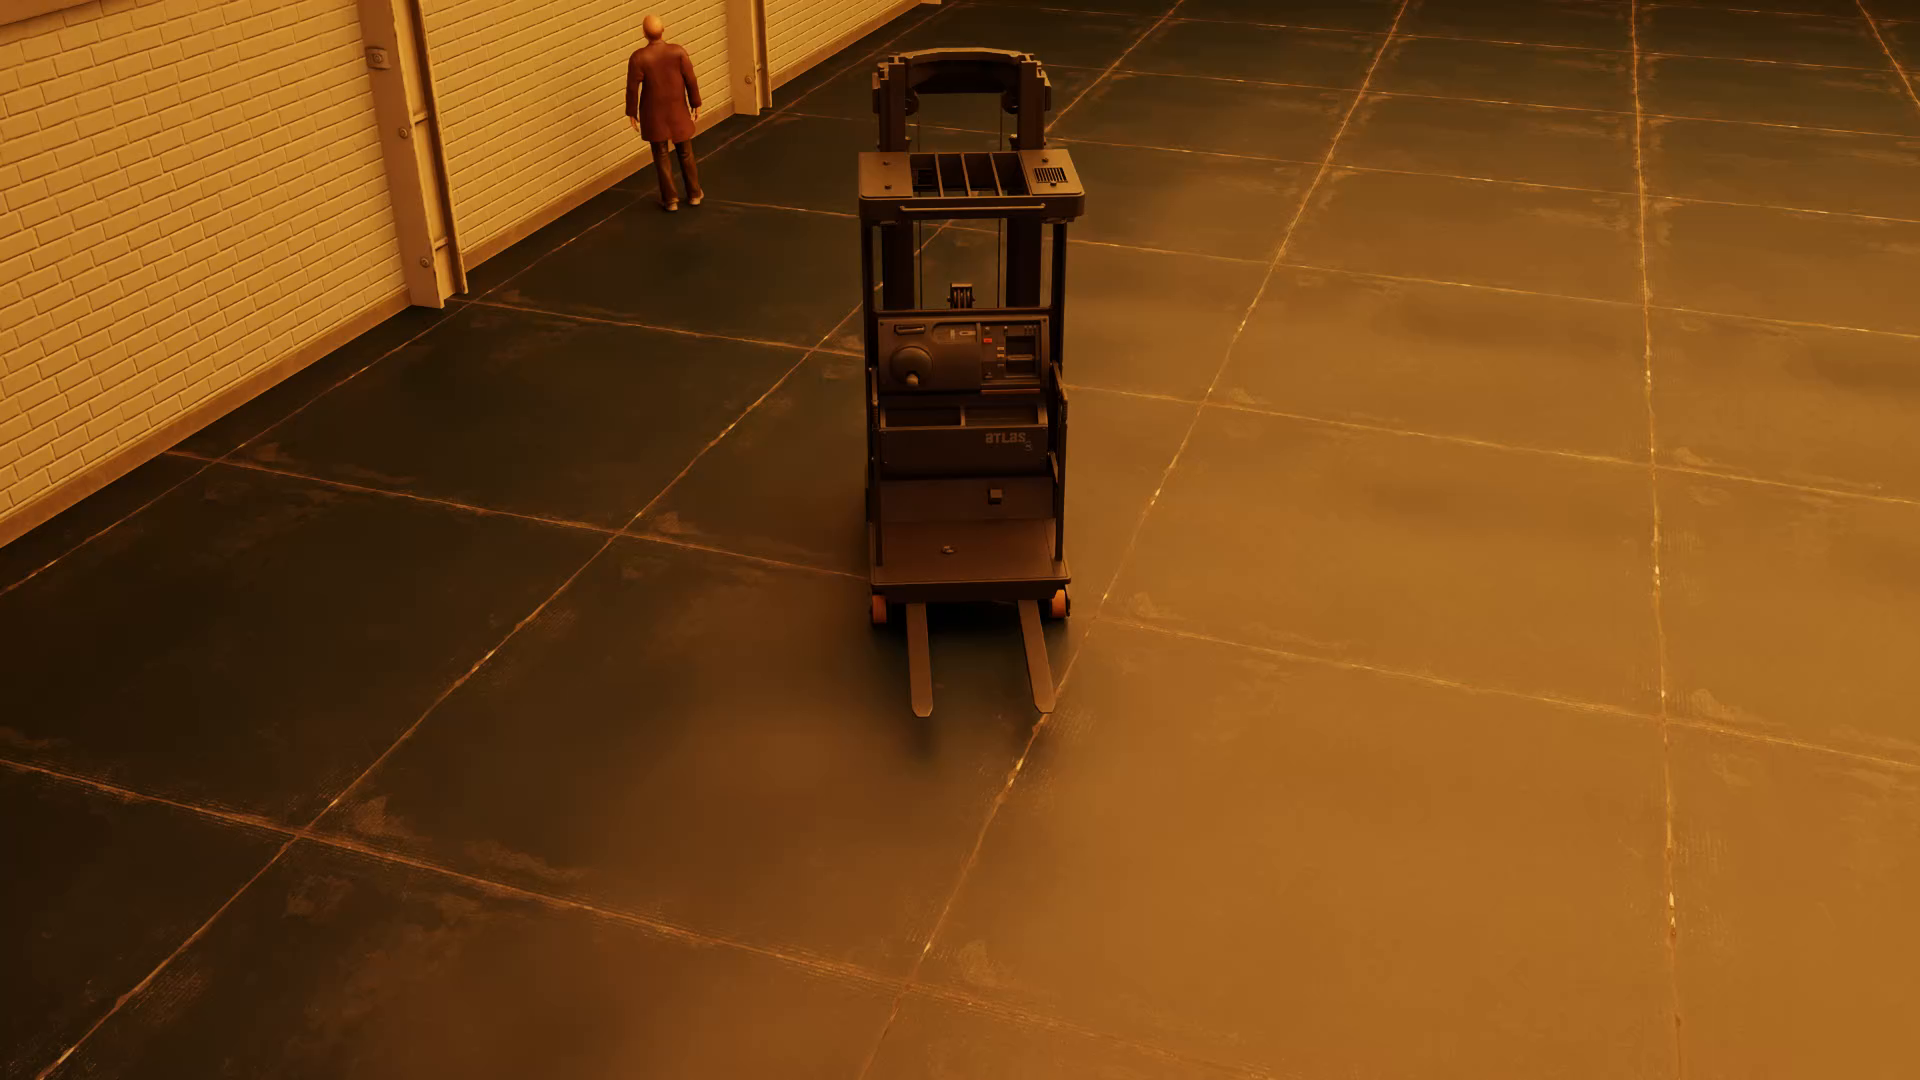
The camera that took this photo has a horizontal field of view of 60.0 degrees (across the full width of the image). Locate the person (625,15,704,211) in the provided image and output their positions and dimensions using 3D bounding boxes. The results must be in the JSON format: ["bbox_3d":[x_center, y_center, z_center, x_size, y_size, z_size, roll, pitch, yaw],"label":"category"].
[{"bbox_3d":[-2.700,-3.906,15.138,0.694,1.775,0.582,-7,30,-12],"label":"person"}]

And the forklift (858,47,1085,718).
[{"bbox_3d":[0.035,-0.972,8.842,1.130,2.935,3.031,-2,30,-3],"label":"forklift"}]
